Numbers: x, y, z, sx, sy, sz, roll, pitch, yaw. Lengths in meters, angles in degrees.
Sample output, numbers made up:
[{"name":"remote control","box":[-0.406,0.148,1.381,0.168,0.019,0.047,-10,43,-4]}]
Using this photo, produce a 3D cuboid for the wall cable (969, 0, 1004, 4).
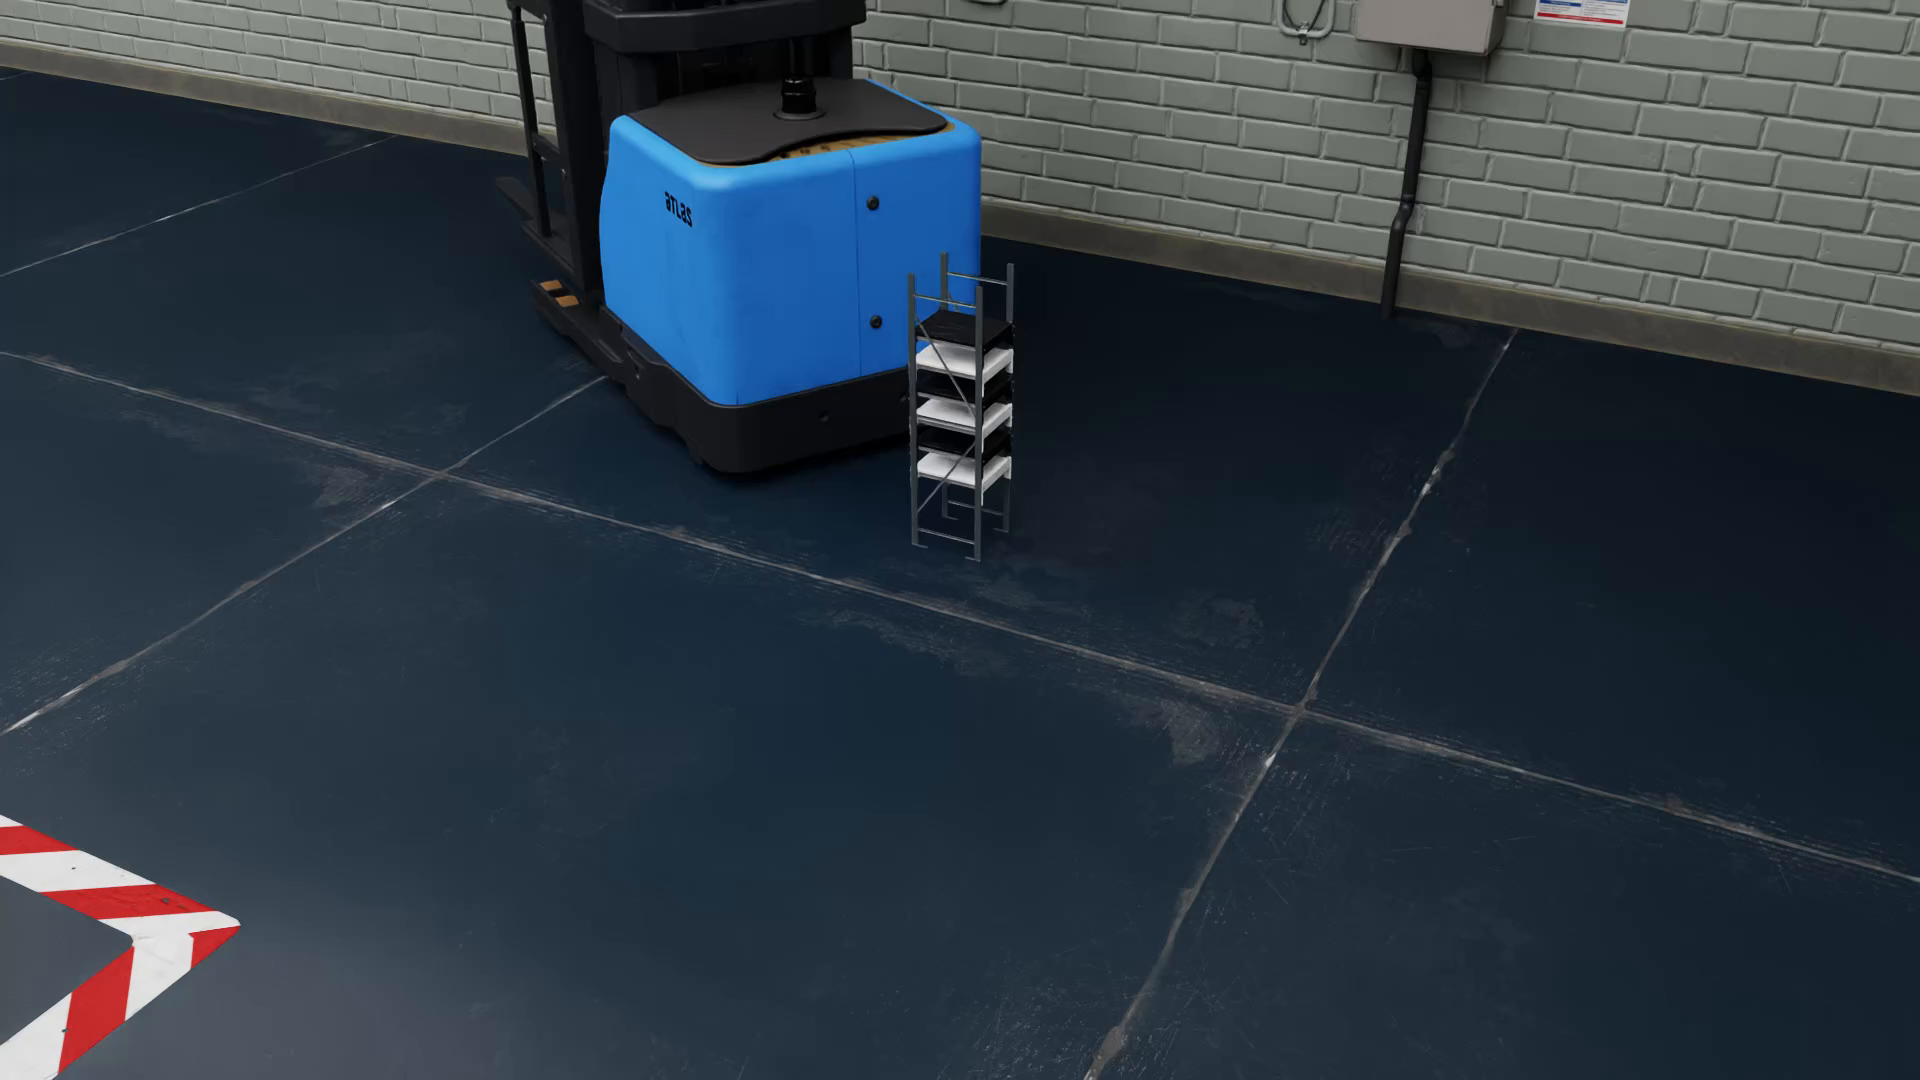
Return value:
[{"name":"wall cable","box":[-0.043,-3.187,6.736,0.585,1.953,0.123,14,33,23]}]

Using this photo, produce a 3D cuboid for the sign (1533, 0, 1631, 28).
[{"name":"sign","box":[2.294,-2.130,6.043,0.329,0.494,0.001,14,33,23]}]

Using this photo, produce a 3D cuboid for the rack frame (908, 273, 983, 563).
[{"name":"rack frame","box":[-0.043,-0.349,4.954,0.240,0.900,0.006,14,33,23]}]

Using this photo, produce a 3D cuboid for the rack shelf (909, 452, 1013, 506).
[{"name":"rack shelf","box":[0.004,-0.209,5.138,0.258,0.077,0.200,14,33,23]}]

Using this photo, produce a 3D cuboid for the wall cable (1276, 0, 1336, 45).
[{"name":"wall cable","box":[1.225,-2.857,6.192,0.588,1.984,0.122,14,33,23]}]

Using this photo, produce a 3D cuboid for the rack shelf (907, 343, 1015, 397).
[{"name":"rack shelf","box":[0.004,-0.521,4.959,0.258,0.077,0.200,14,33,23]}]

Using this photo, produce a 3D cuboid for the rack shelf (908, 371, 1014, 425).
[{"name":"rack shelf","box":[0.004,-0.443,5.004,0.258,0.077,0.200,14,33,23]}]

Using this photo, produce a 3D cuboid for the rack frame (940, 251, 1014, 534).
[{"name":"rack frame","box":[0.050,-0.439,5.111,0.240,0.900,0.006,14,33,23]}]

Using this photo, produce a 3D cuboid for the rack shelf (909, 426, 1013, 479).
[{"name":"rack shelf","box":[0.004,-0.287,5.094,0.258,0.077,0.200,14,33,23]}]

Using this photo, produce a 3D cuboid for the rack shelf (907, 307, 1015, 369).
[{"name":"rack shelf","box":[0.004,-0.599,4.914,0.258,0.077,0.200,14,33,23]}]

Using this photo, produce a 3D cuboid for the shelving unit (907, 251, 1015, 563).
[{"name":"shelving unit","box":[0.004,-0.394,5.032,0.258,0.900,0.210,14,33,23]}]

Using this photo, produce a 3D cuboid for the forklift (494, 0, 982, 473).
[{"name":"forklift","box":[-1.098,-2.190,6.120,1.130,2.935,3.031,-17,34,-26]}]

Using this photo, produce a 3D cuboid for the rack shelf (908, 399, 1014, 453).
[{"name":"rack shelf","box":[0.004,-0.365,5.049,0.258,0.077,0.200,14,33,23]}]

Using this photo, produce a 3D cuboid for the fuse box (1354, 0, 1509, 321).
[{"name":"fuse box","box":[1.760,-1.633,6.375,0.539,1.711,0.414,14,33,23]}]
